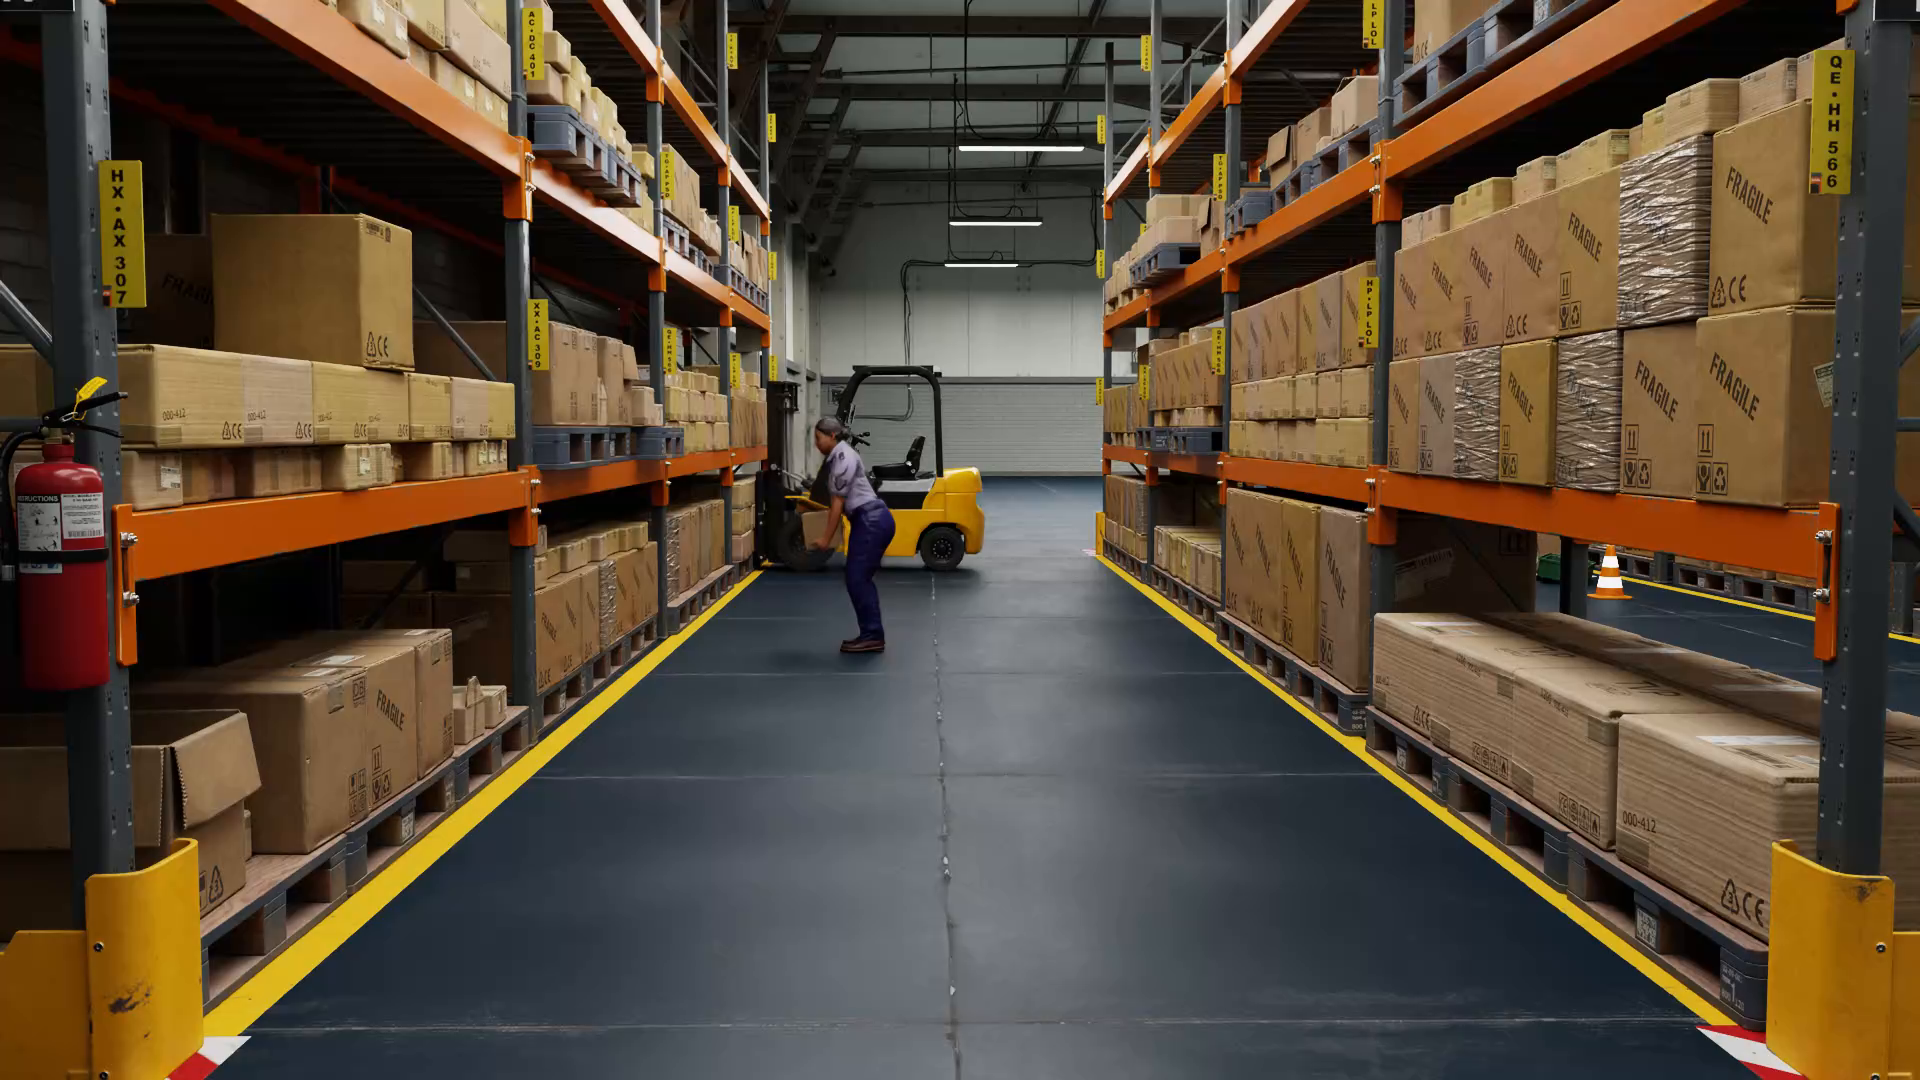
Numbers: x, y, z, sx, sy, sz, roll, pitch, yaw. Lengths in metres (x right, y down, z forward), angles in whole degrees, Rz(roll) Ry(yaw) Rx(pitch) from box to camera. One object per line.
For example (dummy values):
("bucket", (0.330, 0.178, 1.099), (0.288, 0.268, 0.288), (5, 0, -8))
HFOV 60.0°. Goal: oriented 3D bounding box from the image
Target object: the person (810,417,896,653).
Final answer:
("person", (-0.724, -0.040, 11.270), (0.577, 1.582, 0.438), (0, 4, -2))
